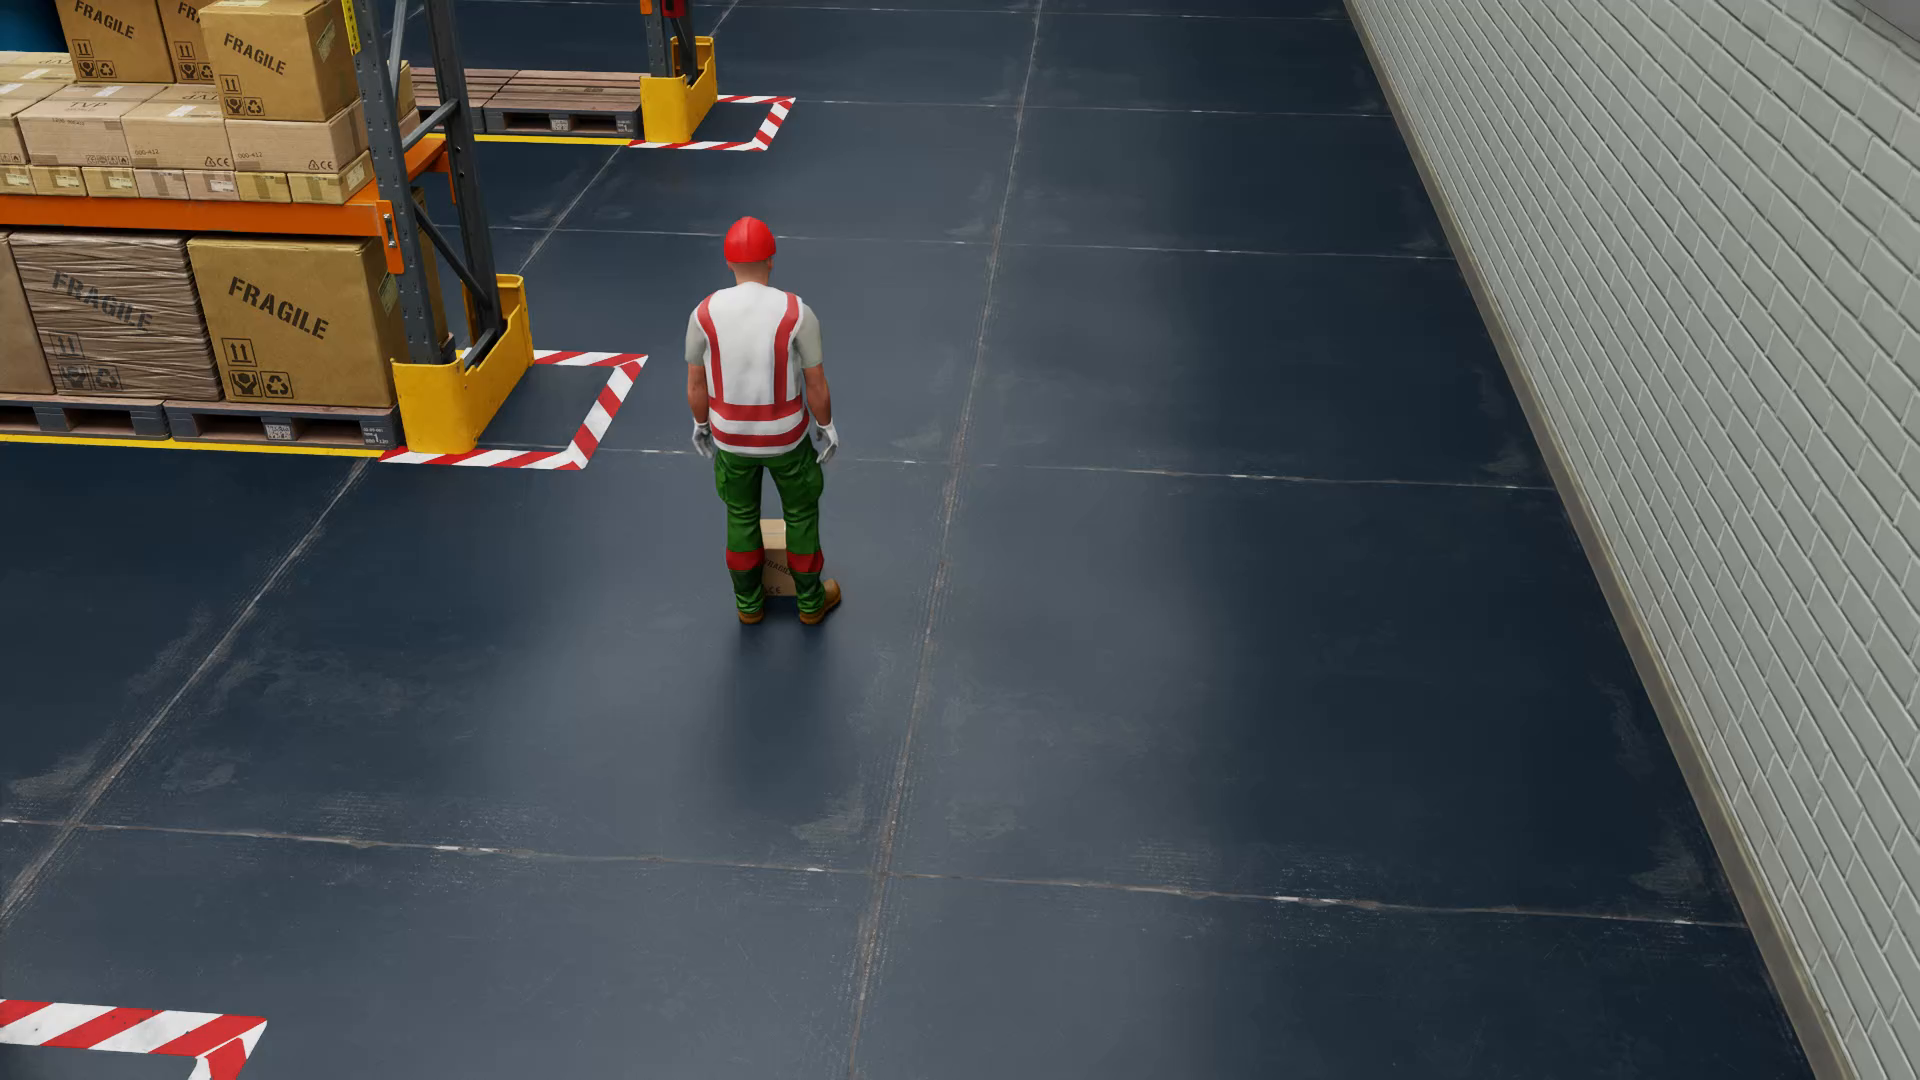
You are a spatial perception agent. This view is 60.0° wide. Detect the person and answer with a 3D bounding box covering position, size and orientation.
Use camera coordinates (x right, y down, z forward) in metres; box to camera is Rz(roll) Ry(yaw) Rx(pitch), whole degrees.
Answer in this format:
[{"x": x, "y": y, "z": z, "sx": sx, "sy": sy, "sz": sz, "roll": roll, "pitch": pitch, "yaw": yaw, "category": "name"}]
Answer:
[{"x": -0.806, "y": -0.454, "z": 6.857, "sx": 0.609, "sy": 1.779, "sz": 0.454, "roll": 2, "pitch": 32, "yaw": 4, "category": "person"}]
